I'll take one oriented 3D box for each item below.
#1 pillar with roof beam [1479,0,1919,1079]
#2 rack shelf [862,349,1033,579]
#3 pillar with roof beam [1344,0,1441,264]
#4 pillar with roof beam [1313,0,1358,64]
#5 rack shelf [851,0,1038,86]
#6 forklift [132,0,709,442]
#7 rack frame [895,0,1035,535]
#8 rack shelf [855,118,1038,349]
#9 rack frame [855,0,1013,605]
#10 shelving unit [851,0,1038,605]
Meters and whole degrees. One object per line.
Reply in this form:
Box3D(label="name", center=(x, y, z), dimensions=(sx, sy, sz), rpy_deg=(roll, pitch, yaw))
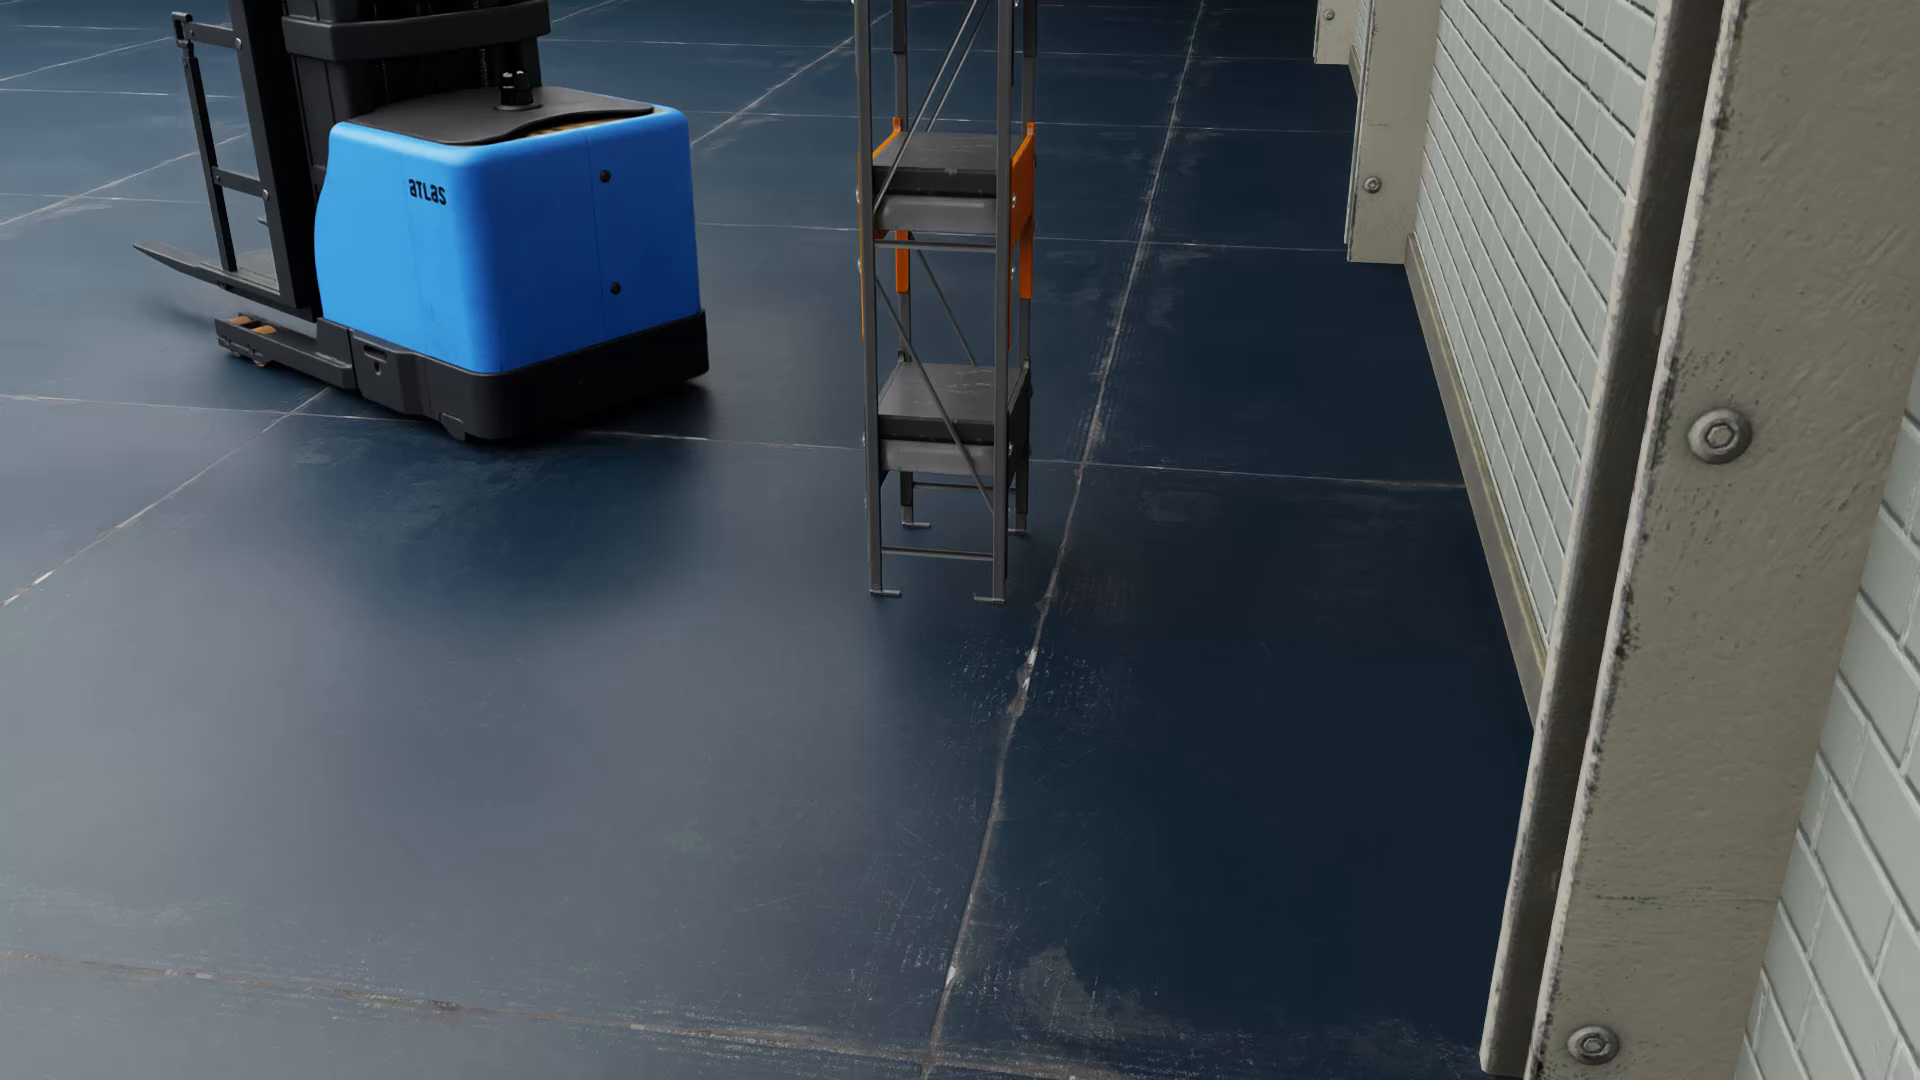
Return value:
Box3D(label="pillar with roof beam", center=(-3.138, -3.306, 1.698), dimensions=(9.100, 9.000, 0.400), rpy_deg=(4, 25, 9))
Box3D(label="rack shelf", center=(-0.027, -0.235, 4.959), dimensions=(0.431, 0.518, 0.480), rpy_deg=(4, 25, 9))
Box3D(label="pillar with roof beam", center=(-2.157, -5.815, 7.059), dimensions=(9.100, 9.000, 0.400), rpy_deg=(4, 25, 9))
Box3D(label="pillar with roof beam", center=(-1.177, -8.325, 12.420), dimensions=(9.100, 9.000, 0.400), rpy_deg=(4, 25, 9))
Box3D(label="rack shelf", center=(-0.027, -1.503, 4.366), dimensions=(0.431, 0.518, 0.480), rpy_deg=(4, 25, 9))
Box3D(label="forklift", center=(-2.432, -2.180, 6.450), dimensions=(3.031, 2.935, 1.130), rpy_deg=(20, 32, 36))
Box3D(label="rack frame", center=(0.013, -0.984, 4.875), dimensions=(0.400, 2.100, 0.015), rpy_deg=(4, 25, 9))
Box3D(label="rack shelf", center=(-0.027, -0.869, 4.663), dimensions=(0.431, 0.518, 0.480), rpy_deg=(4, 25, 9))
Box3D(label="rack frame", center=(-0.067, -0.780, 4.439), dimensions=(0.400, 2.100, 0.015), rpy_deg=(4, 25, 9))
Box3D(label="shelving unit", center=(-0.027, -0.882, 4.657), dimensions=(0.431, 2.100, 0.503), rpy_deg=(4, 25, 9))
